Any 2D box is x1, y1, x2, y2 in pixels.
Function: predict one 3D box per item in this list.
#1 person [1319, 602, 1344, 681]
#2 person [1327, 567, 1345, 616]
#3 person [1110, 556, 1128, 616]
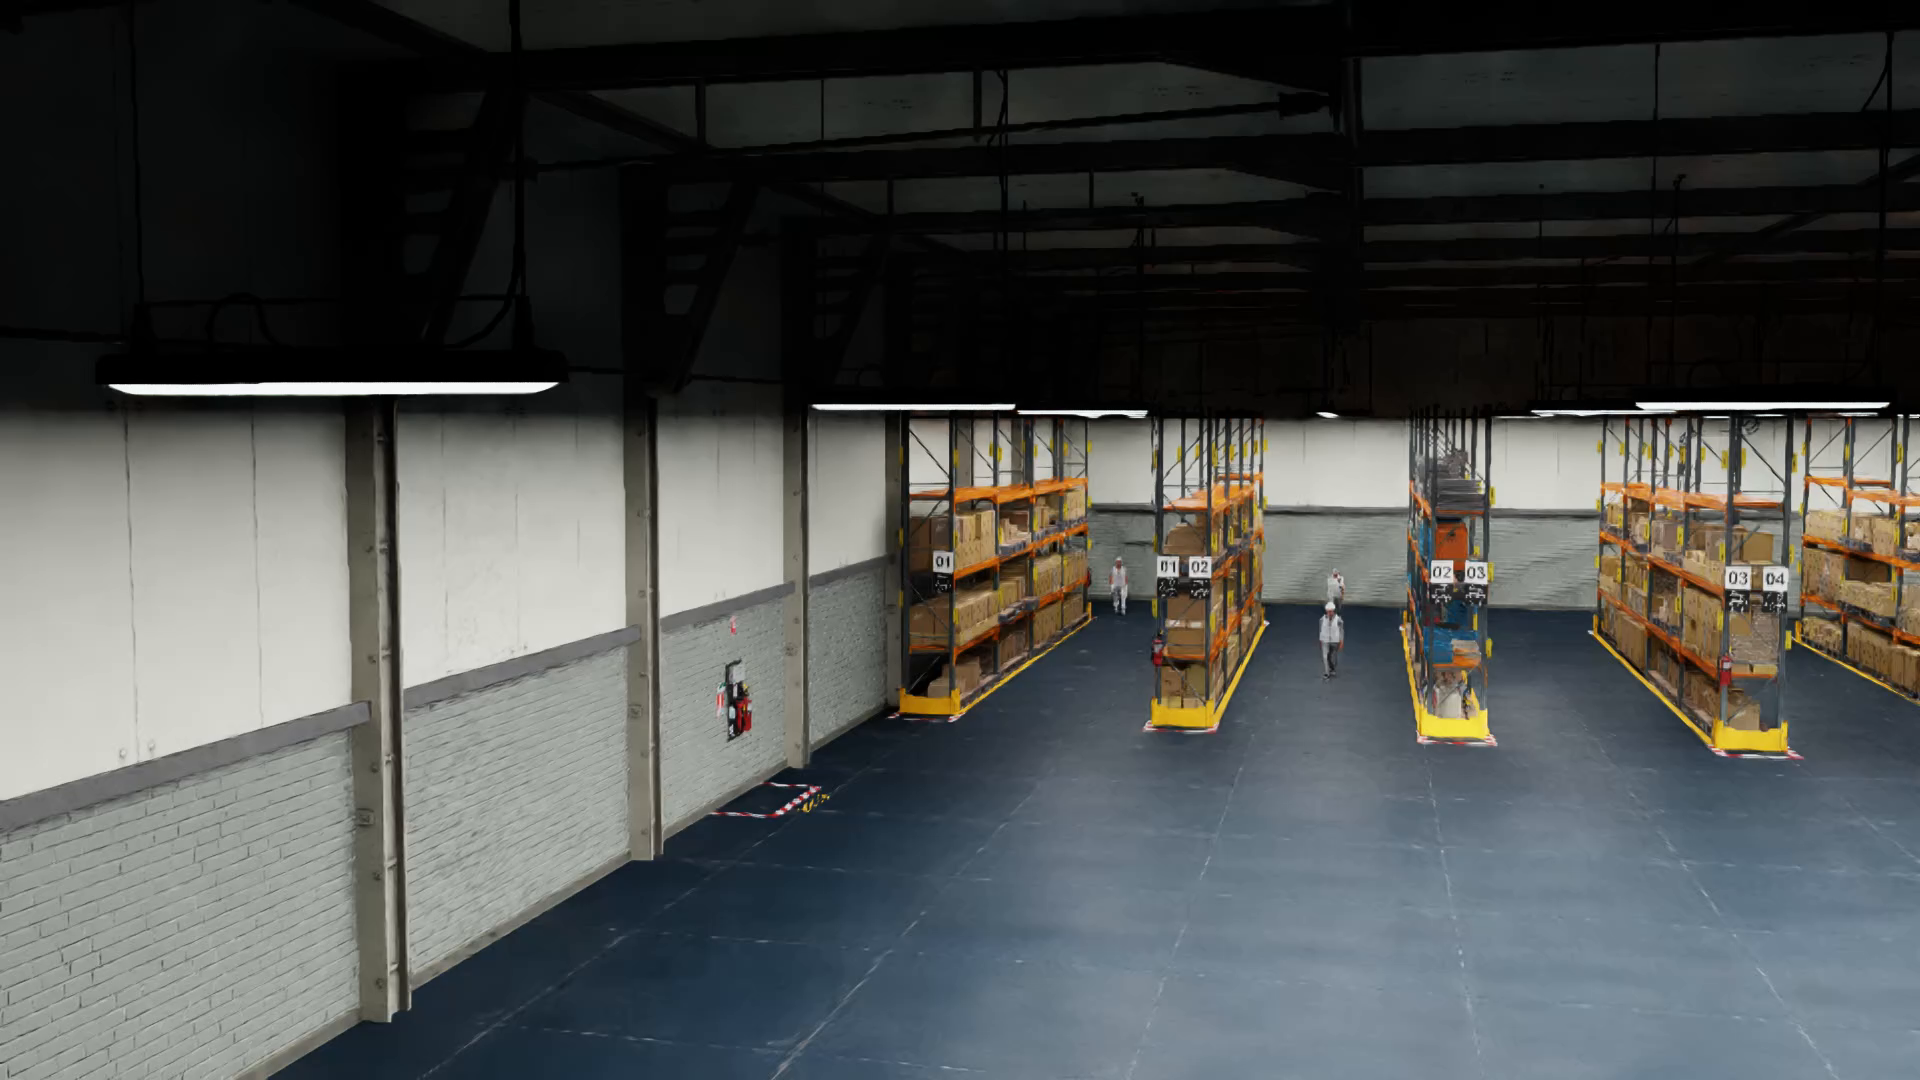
[{"bbox_3d":[8.213,2.225,36.776,0.555,1.725,1.029,1,4,13],"label":"person"},{"bbox_3d":[10.621,1.549,46.993,0.481,1.583,1.093,1,4,11],"label":"person"},{"bbox_3d":[4.664,1.341,48.906,0.528,1.727,1.030,0,4,5],"label":"person"}]
